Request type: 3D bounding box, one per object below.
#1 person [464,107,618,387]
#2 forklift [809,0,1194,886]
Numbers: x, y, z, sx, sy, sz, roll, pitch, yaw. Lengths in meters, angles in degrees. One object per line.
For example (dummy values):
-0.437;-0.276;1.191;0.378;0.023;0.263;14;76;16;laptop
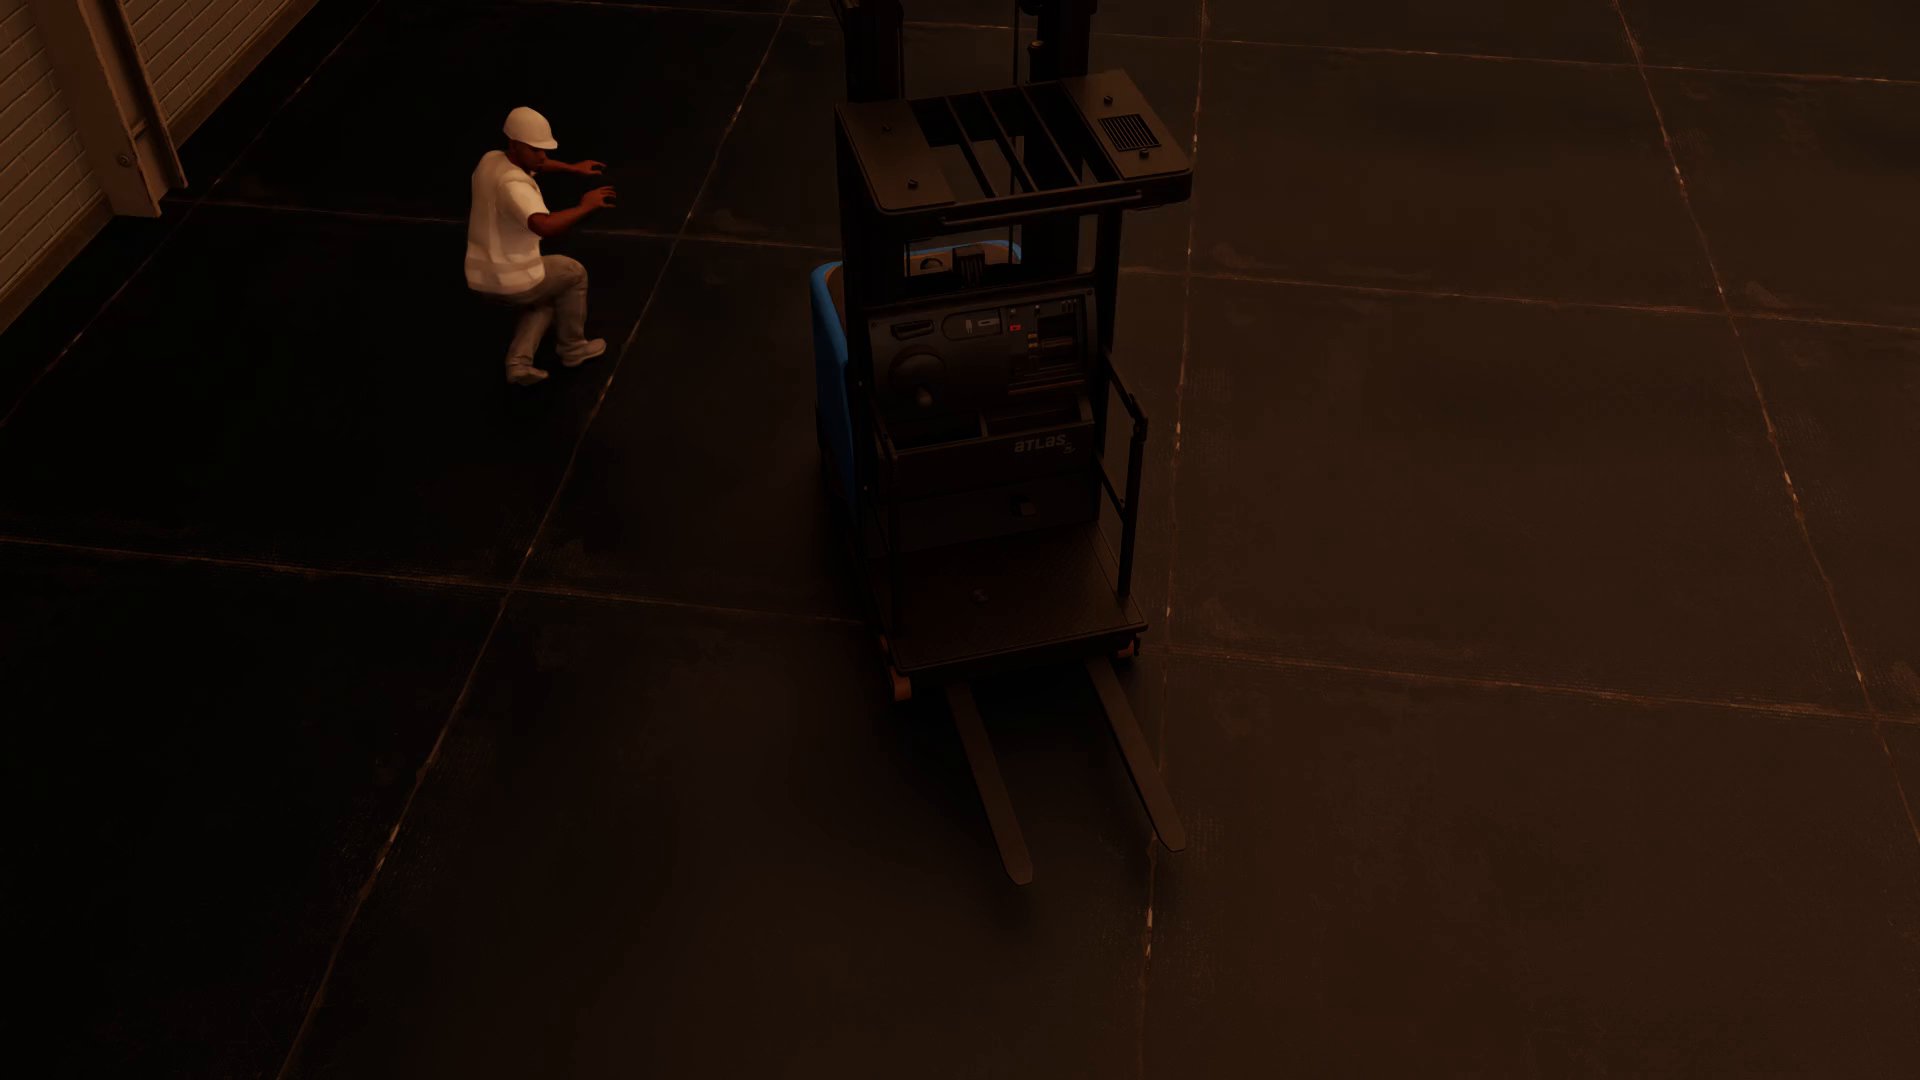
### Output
-1.994;-1.517;8.455;0.850;1.481;1.100;24;48;24;person
0.153;-0.681;6.465;1.130;2.935;3.031;-10;44;-11;forklift
